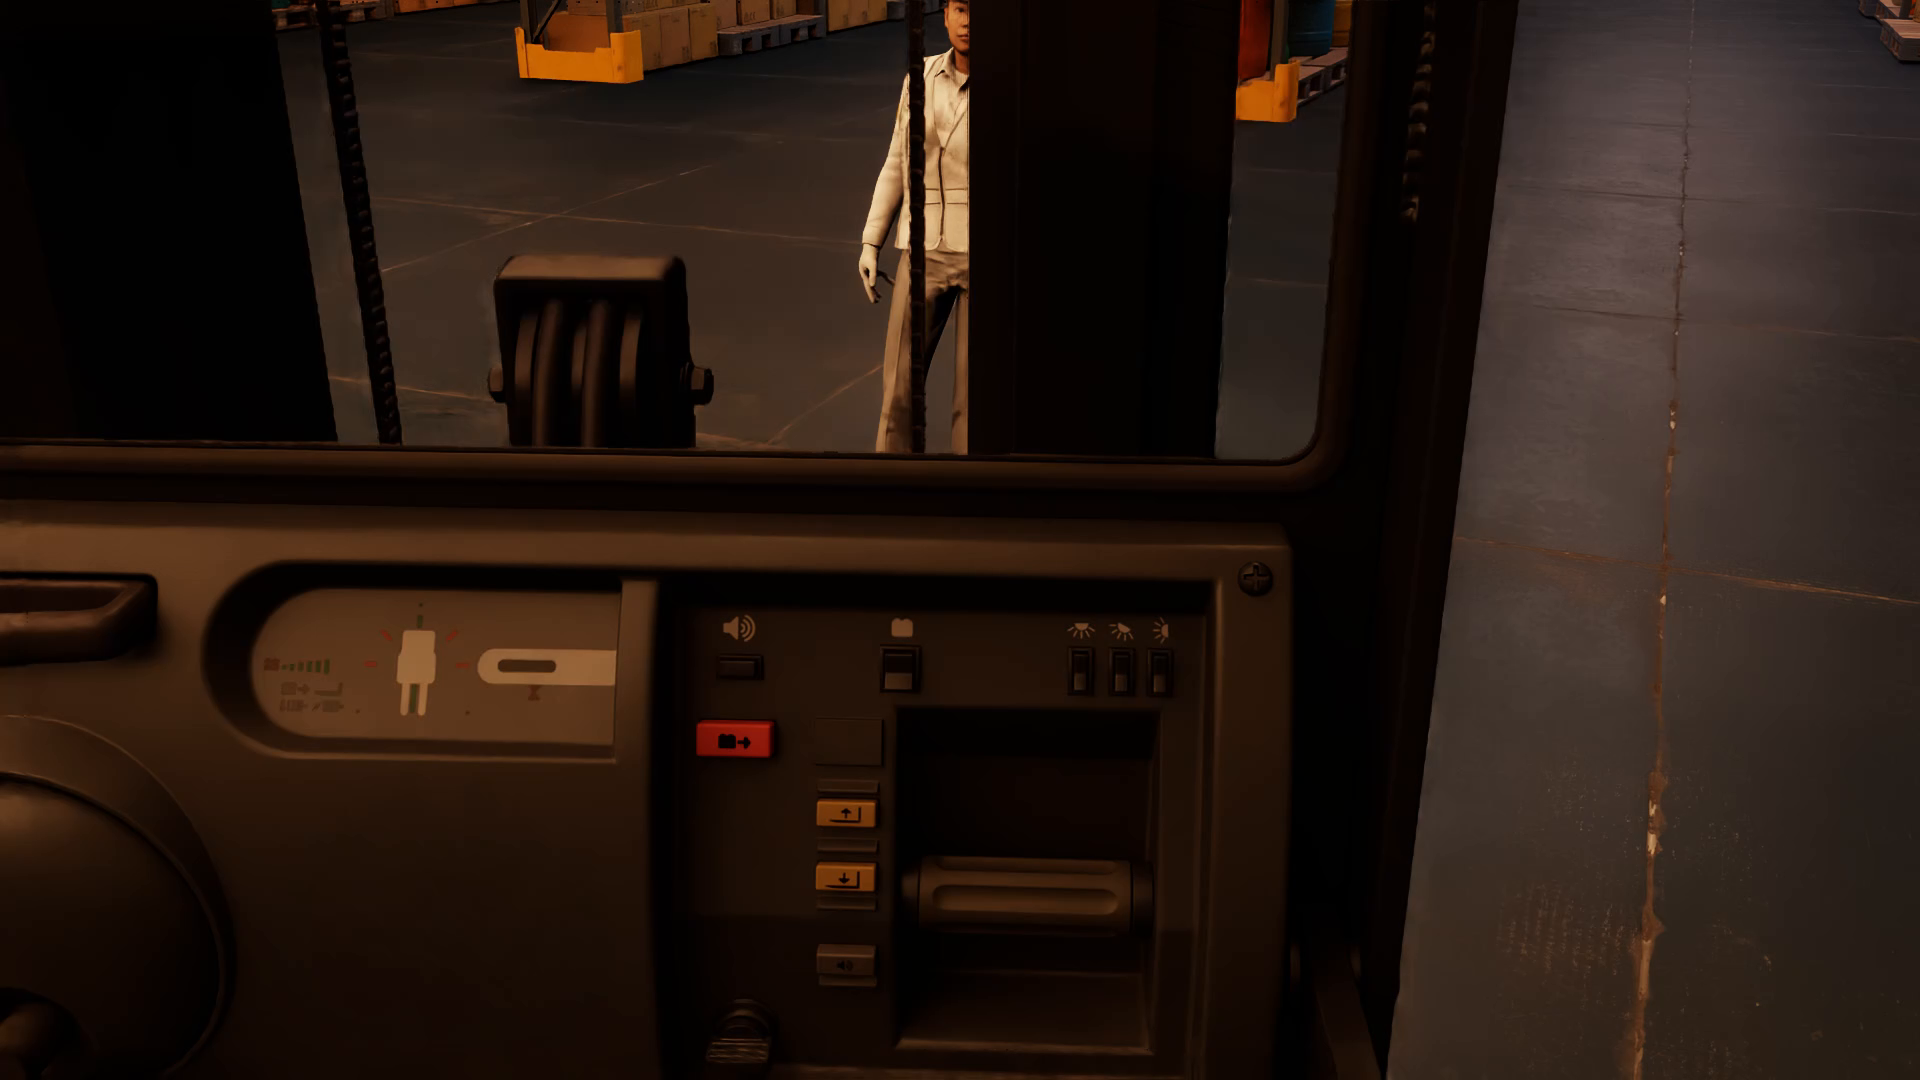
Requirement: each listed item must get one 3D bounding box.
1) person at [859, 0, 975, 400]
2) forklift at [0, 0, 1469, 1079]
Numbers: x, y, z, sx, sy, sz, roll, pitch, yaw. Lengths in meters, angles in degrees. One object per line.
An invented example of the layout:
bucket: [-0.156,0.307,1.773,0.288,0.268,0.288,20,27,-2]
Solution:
person: [-0.032,-0.765,4.707,0.588,1.696,0.532,9,24,21]
forklift: [-0.274,0.164,0.899,1.130,2.935,3.031,1,23,3]
